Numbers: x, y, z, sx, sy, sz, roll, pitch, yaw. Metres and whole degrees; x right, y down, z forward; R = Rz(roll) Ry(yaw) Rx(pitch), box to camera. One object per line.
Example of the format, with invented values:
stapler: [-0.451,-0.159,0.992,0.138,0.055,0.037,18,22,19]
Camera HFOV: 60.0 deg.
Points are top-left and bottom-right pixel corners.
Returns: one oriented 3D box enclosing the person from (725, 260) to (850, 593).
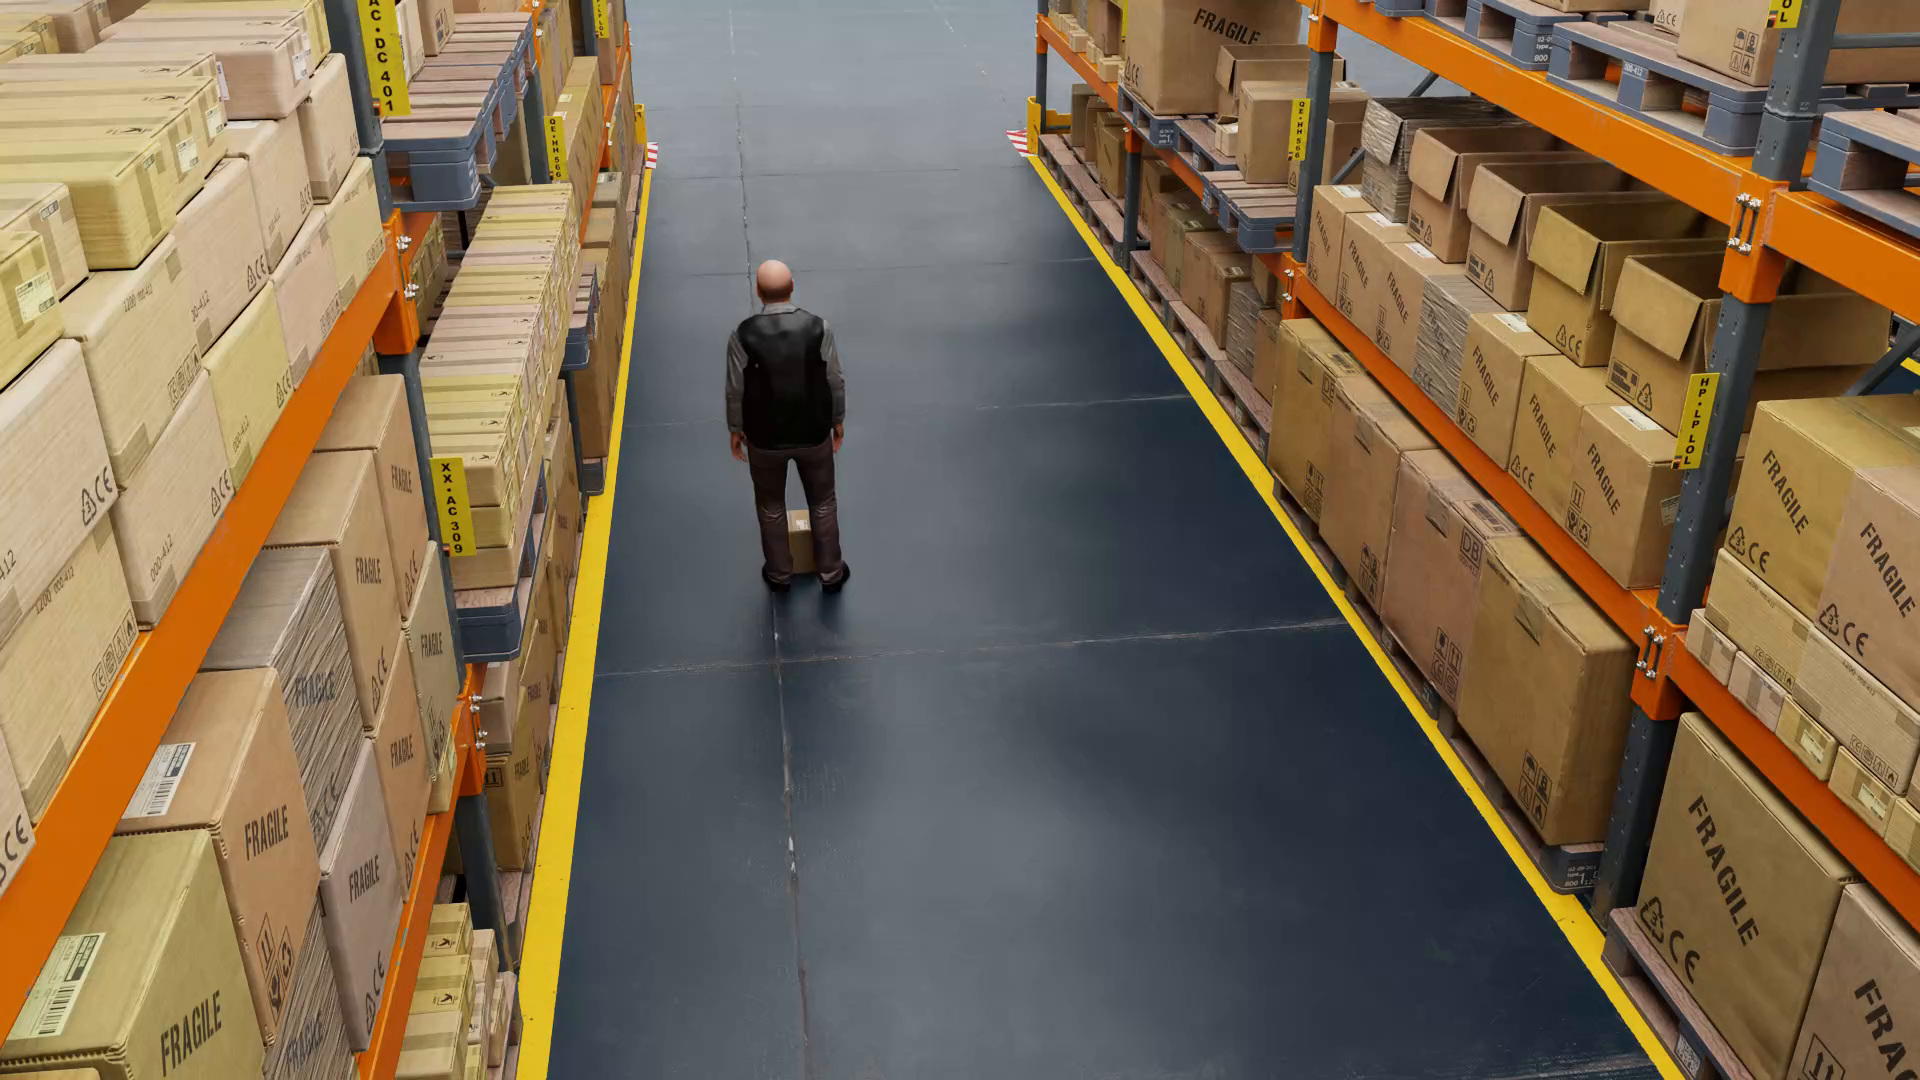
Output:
person: [-0.849,-0.528,8.183,0.592,1.720,0.474,-5,27,-10]
